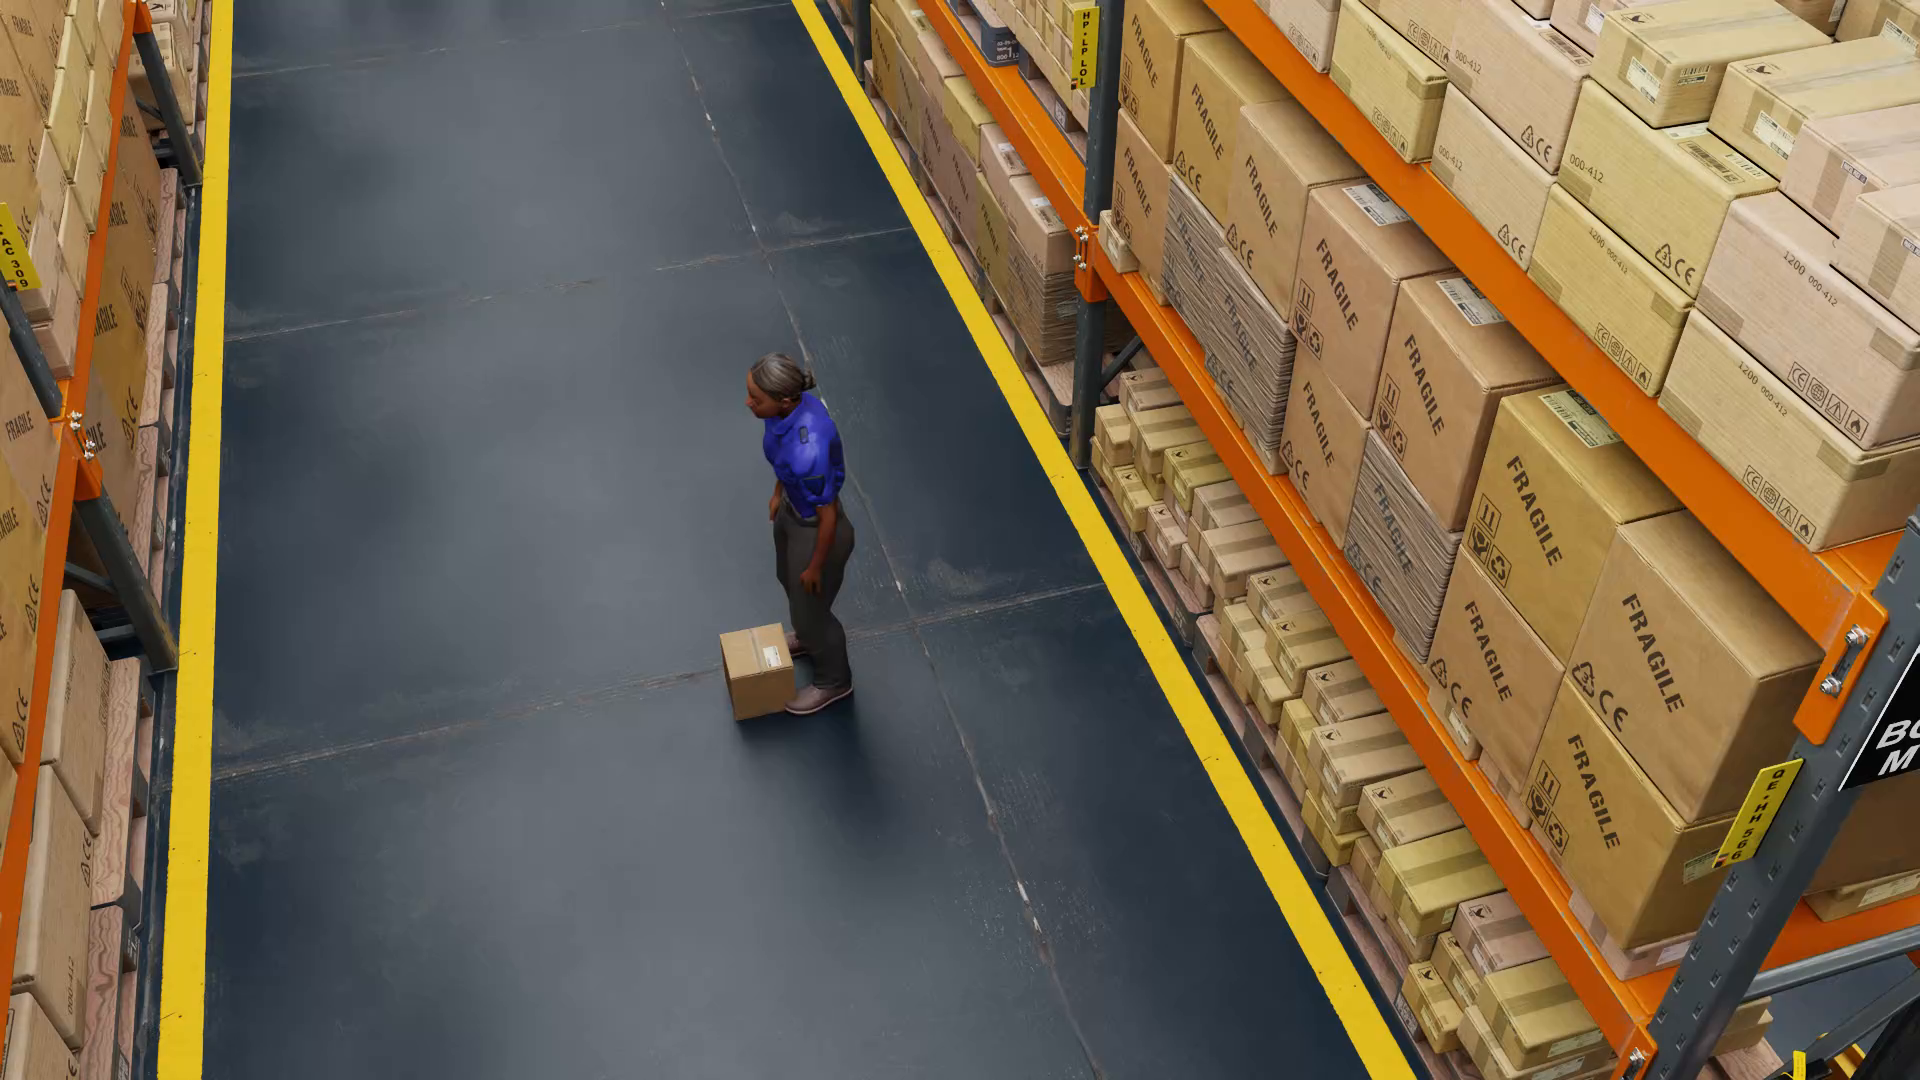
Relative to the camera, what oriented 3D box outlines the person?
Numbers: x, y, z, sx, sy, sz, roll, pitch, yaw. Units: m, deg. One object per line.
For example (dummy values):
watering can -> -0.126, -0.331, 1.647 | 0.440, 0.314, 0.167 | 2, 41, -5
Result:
person -> -0.585, -0.045, 6.213 | 0.346, 1.656, 0.529 | -14, 44, -15
